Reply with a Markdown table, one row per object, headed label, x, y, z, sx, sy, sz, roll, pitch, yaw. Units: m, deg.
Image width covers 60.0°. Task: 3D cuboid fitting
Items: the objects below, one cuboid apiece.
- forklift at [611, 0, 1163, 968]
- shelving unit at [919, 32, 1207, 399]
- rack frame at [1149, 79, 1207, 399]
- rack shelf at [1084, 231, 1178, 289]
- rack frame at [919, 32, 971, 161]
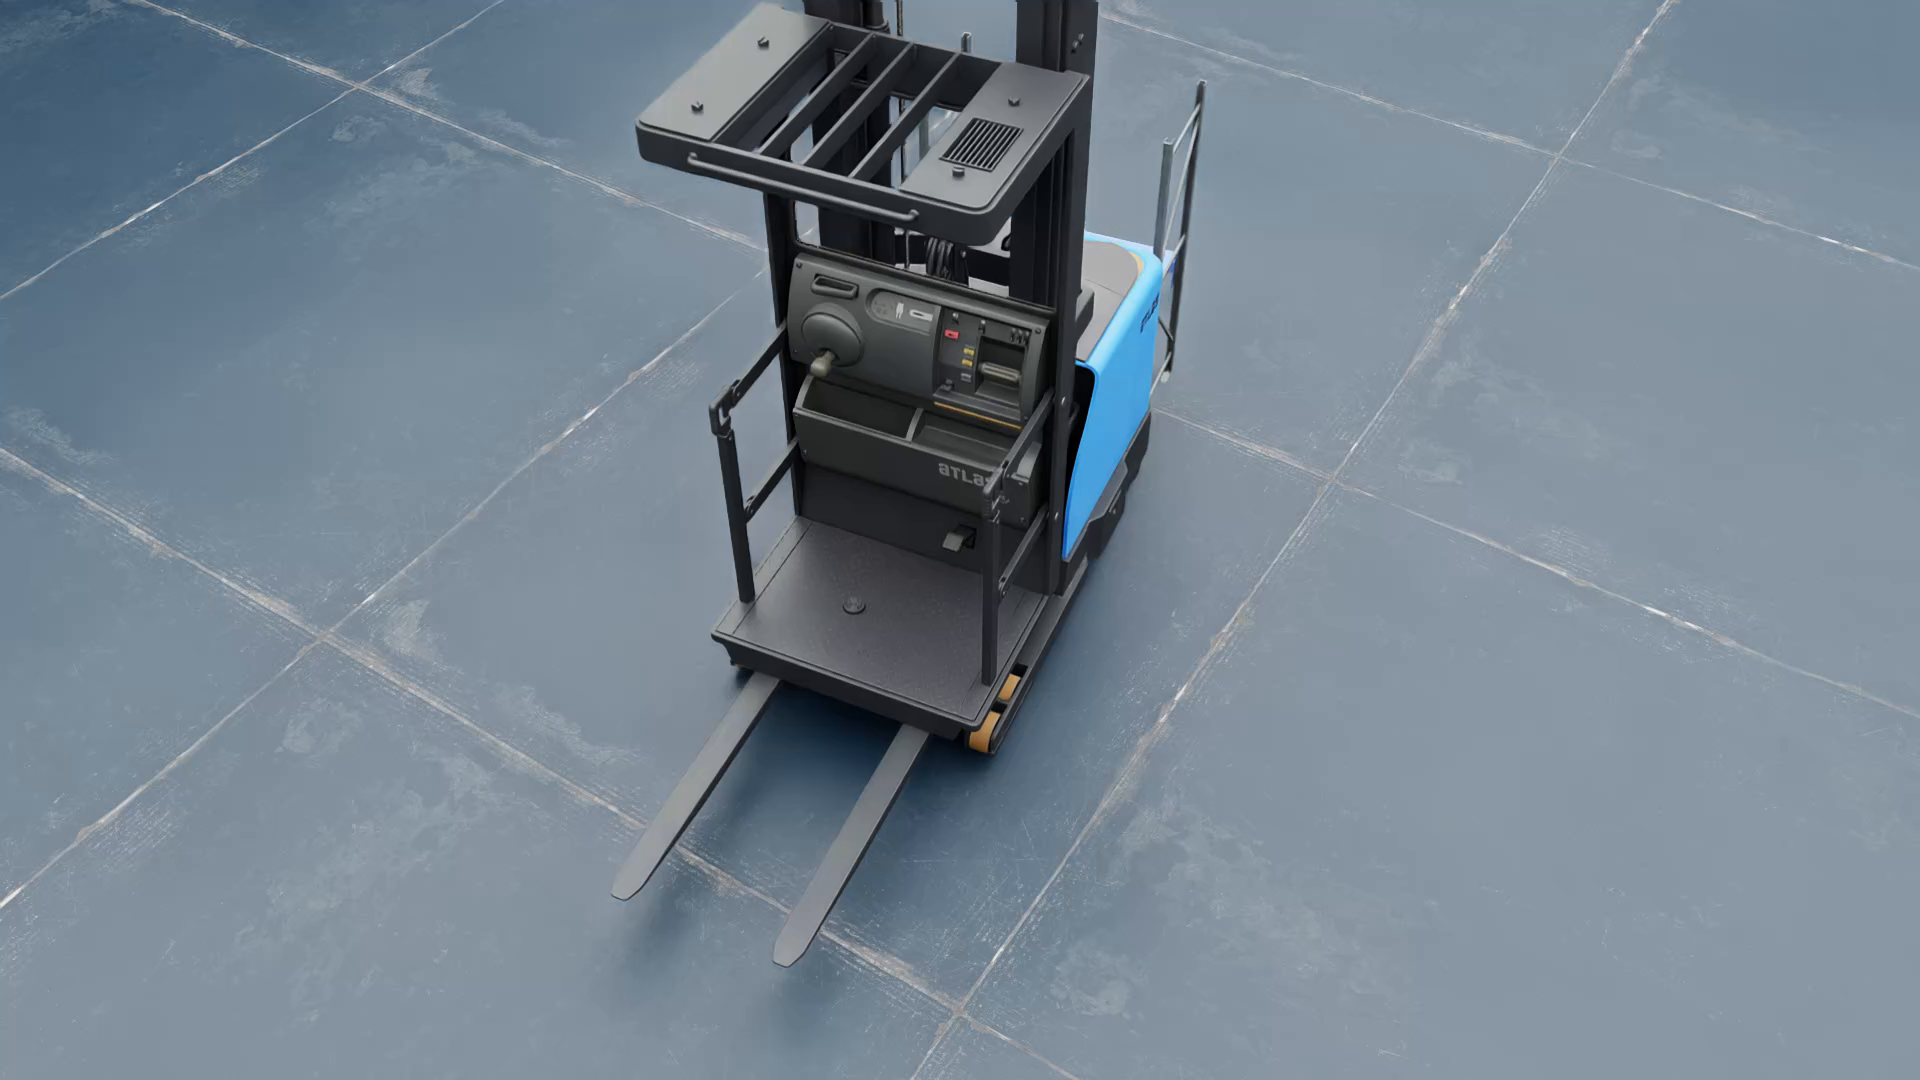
| label | x | y | z | sx | sy | sz | roll | pitch | yaw |
| --- | --- | --- | --- | --- | --- | --- | --- | --- | --- |
| forklift | -0.241 | -0.584 | 5.496 | 1.130 | 2.935 | 3.031 | 18 | 48 | 16 |
| shelving unit | 0.413 | -1.293 | 7.183 | 1.048 | 1.500 | 0.538 | 16 | 48 | 15 |
| rack frame | 0.885 | -1.157 | 7.051 | 0.032 | 1.500 | 0.500 | 16 | 48 | 15 |
| rack shelf | 0.413 | -1.168 | 7.311 | 1.000 | 0.185 | 0.538 | 16 | 48 | 15 |
| rack frame | -0.059 | -1.429 | 7.314 | 0.032 | 1.500 | 0.500 | 16 | 48 | 15 |
